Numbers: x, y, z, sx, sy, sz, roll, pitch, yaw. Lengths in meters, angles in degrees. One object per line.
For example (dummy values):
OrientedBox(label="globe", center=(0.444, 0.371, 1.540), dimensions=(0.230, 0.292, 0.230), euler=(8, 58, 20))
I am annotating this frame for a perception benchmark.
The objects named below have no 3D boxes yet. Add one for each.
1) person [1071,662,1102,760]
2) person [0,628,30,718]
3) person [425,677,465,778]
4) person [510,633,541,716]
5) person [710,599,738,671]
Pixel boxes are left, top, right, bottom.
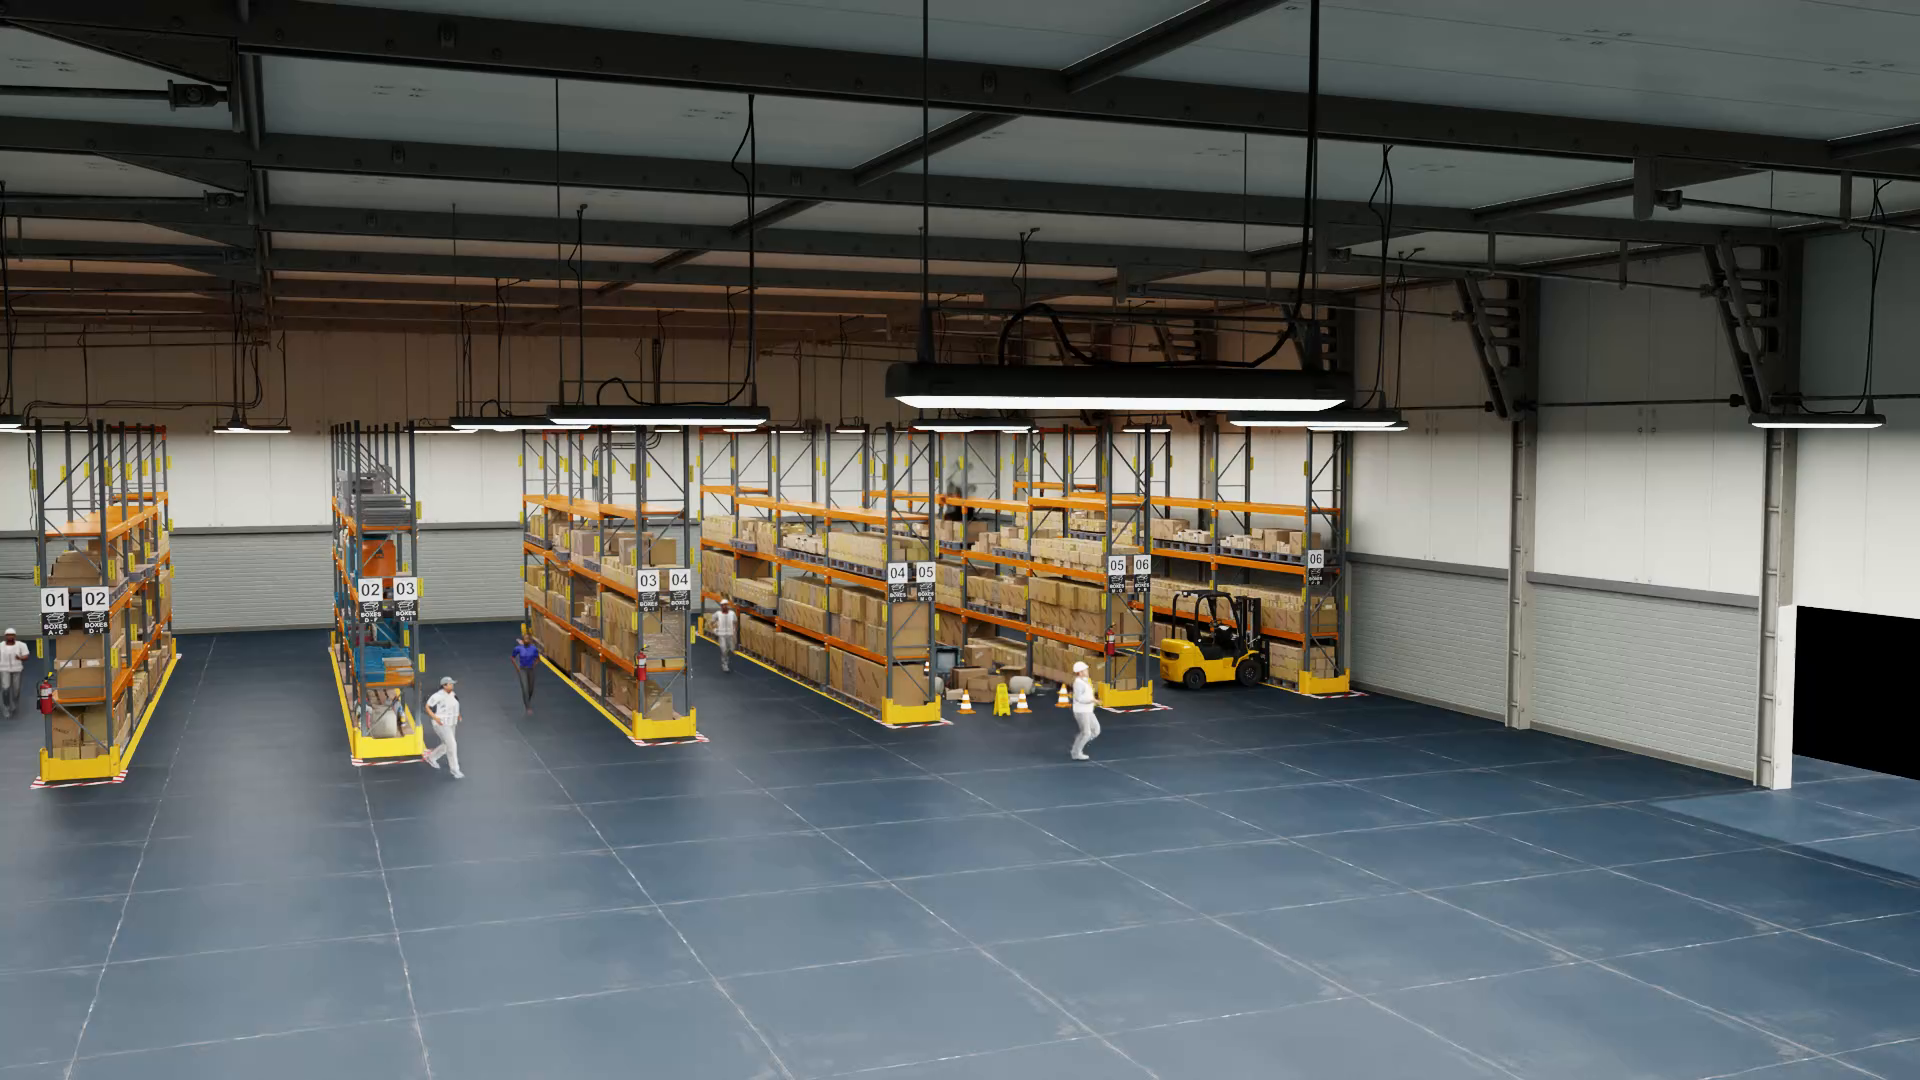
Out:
OrientedBox(label="person", center=(2.242, 3.009, 29.353), dimensions=(0.590, 1.727, 0.648), euler=(1, 4, 16))
OrientedBox(label="person", center=(-19.437, 2.715, 34.053), dimensions=(0.678, 1.831, 0.770), euler=(-2, 4, -34))
OrientedBox(label="person", center=(-8.695, 3.153, 28.110), dimensions=(0.905, 1.690, 0.624), euler=(1, 4, 20))
OrientedBox(label="person", center=(-8.924, 2.748, 34.263), dimensions=(0.591, 1.657, 0.816), euler=(-2, 4, -30))
OrientedBox(label="person", center=(-5.748, 2.318, 40.606), dimensions=(0.689, 1.739, 0.730), euler=(-1, 4, -22))
